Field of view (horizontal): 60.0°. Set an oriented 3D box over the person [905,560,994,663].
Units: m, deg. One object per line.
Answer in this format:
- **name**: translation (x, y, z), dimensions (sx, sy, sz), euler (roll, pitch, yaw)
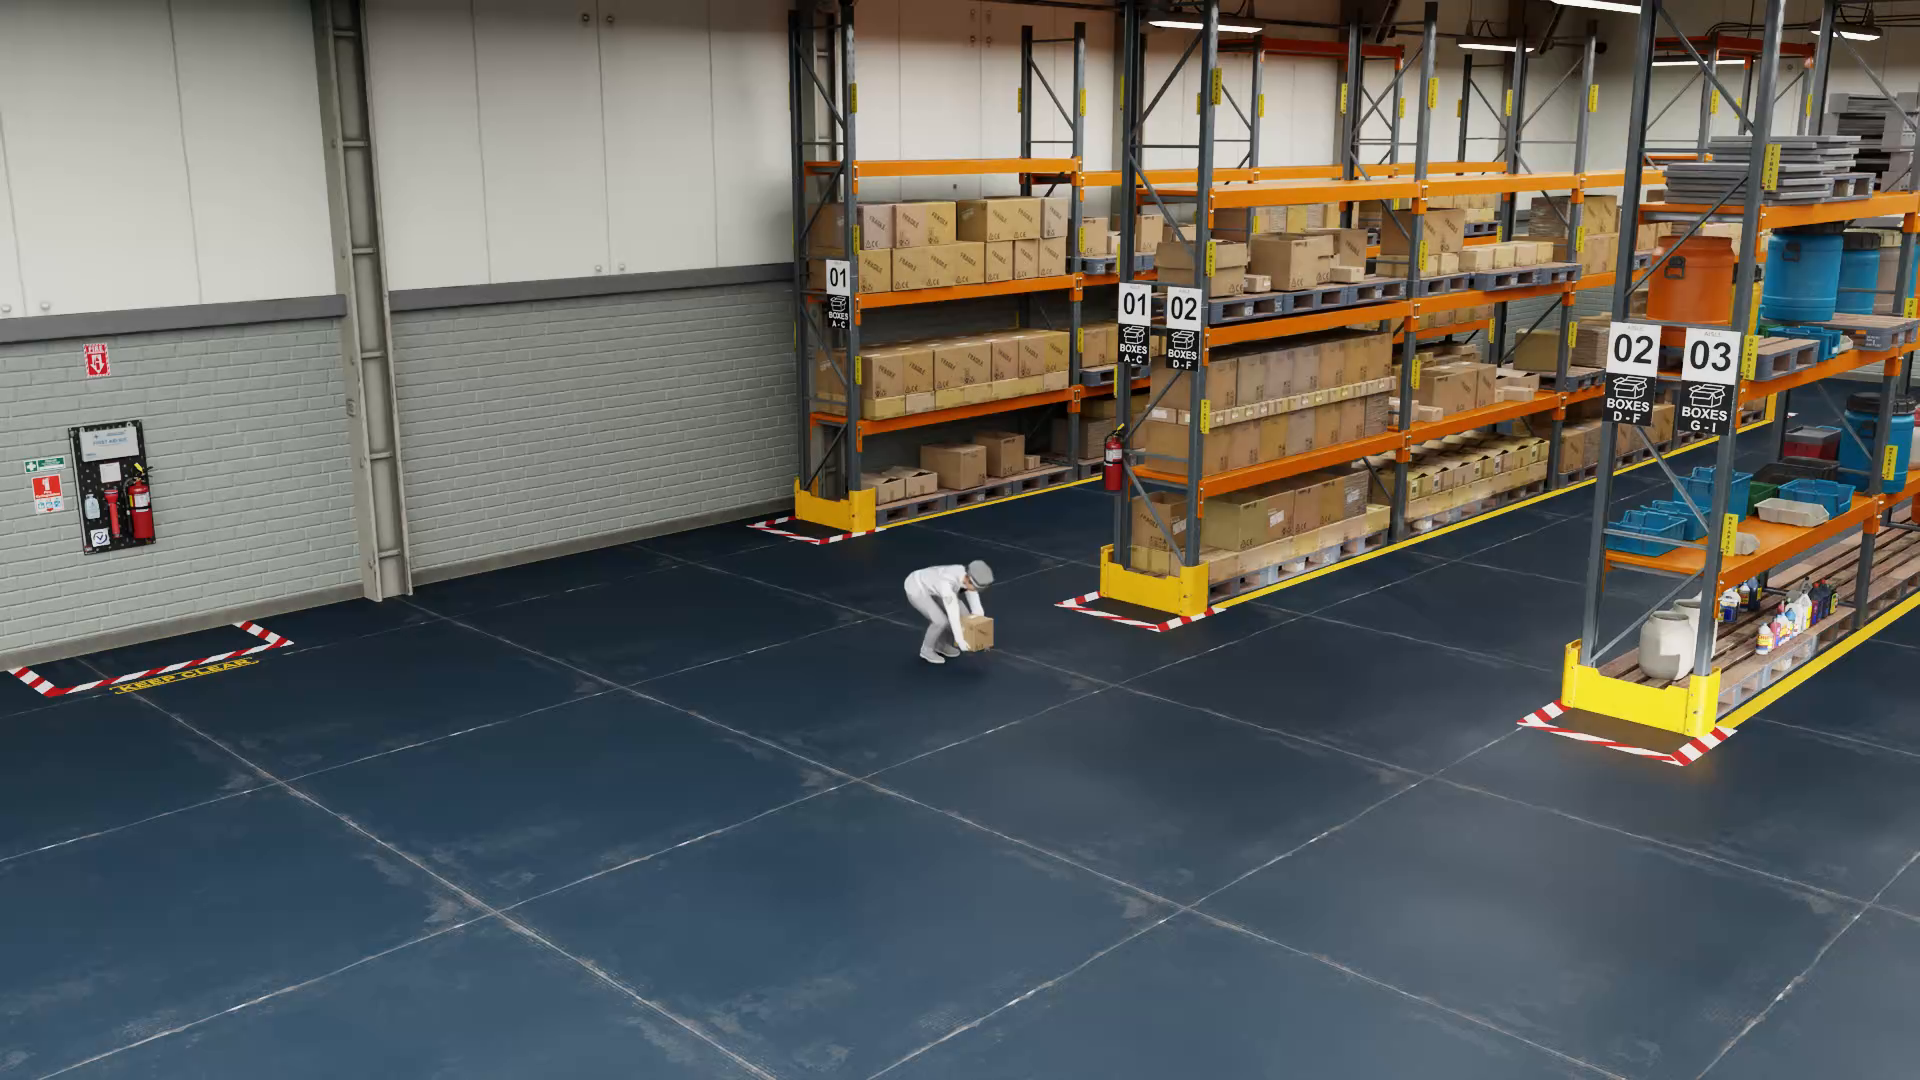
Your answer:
- **person**: translation (-0.088, 0.615, 14.936), dimensions (0.907, 0.982, 0.462), euler (12, 18, 40)
